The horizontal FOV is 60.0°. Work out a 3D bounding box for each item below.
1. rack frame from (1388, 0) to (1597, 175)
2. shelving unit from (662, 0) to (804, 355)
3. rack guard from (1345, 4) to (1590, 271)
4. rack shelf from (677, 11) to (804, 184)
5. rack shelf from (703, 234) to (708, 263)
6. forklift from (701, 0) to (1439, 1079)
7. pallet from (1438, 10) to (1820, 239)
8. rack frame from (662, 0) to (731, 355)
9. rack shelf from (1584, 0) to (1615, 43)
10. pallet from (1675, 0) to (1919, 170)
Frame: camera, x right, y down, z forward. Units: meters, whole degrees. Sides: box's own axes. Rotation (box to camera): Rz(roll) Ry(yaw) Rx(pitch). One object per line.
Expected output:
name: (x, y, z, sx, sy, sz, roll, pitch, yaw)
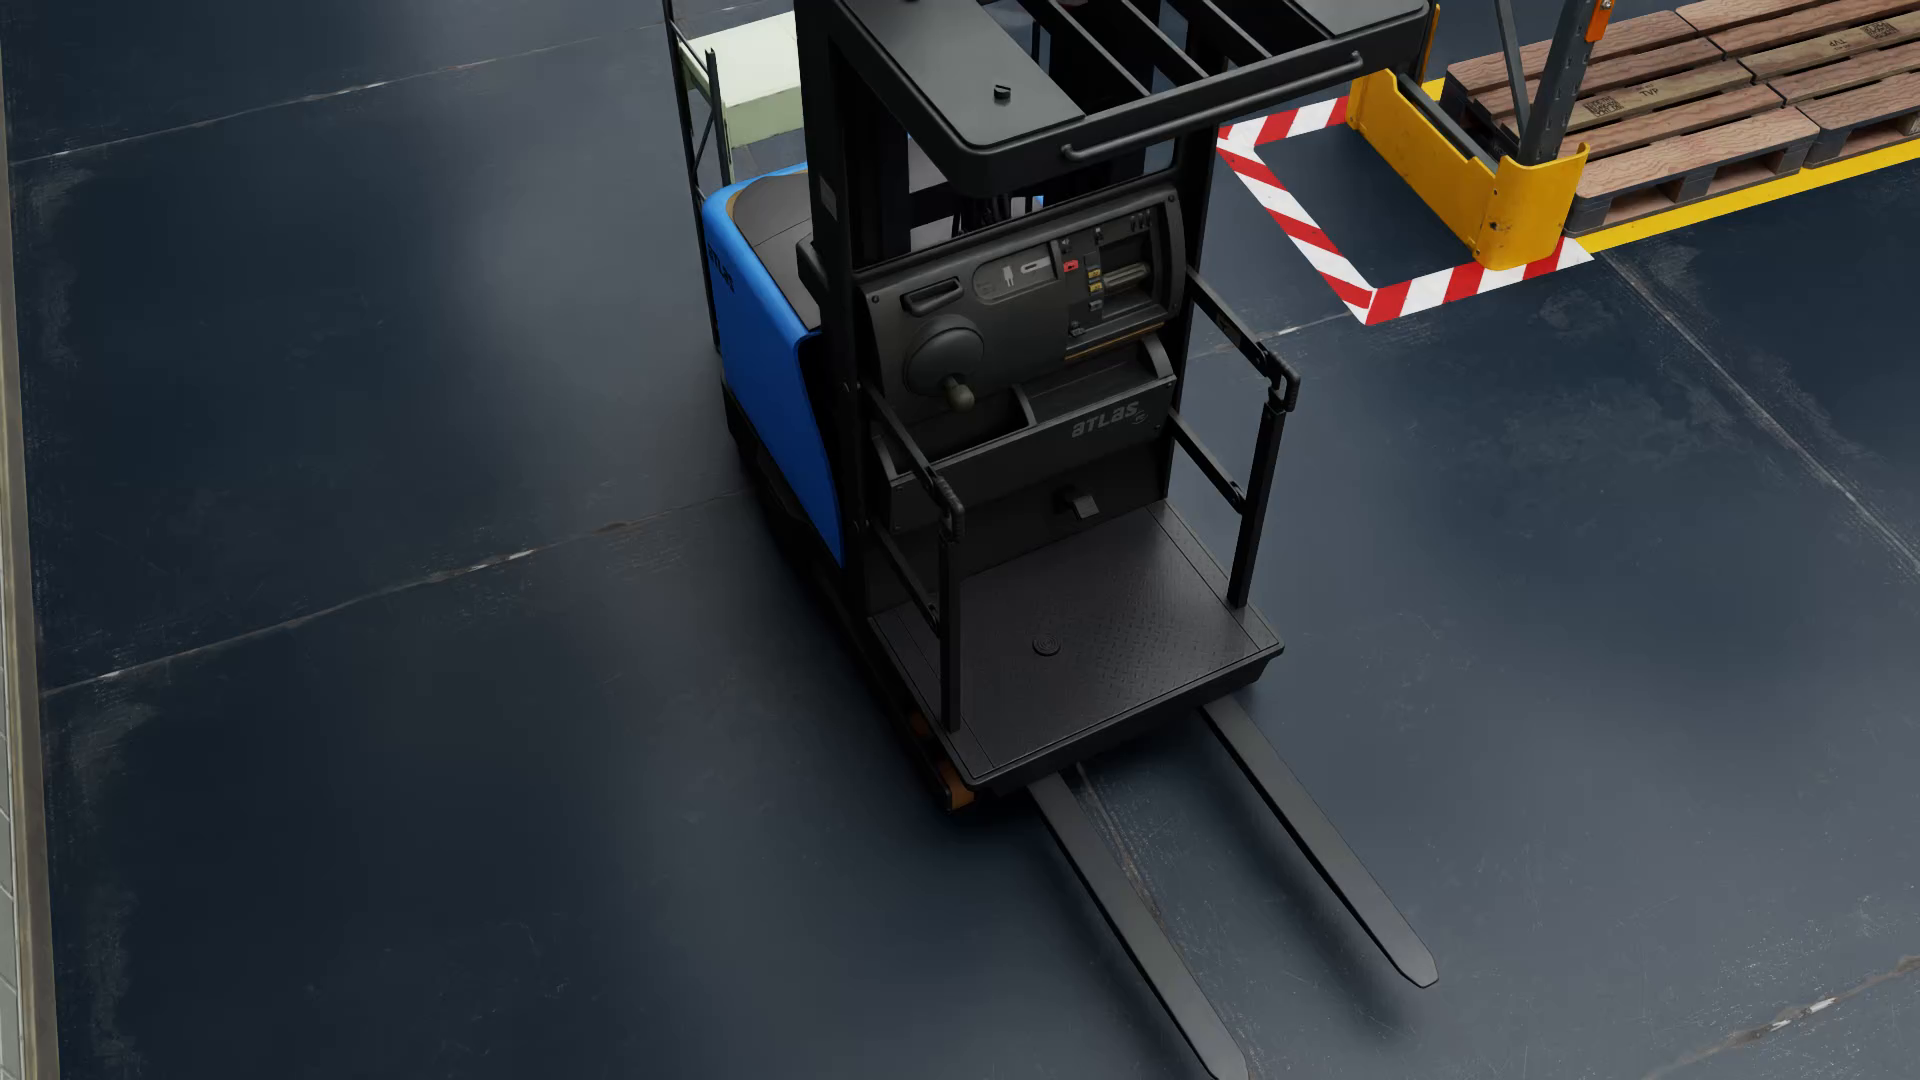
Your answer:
rack frame: (2.078, -2.518, 5.935, 0.127, 3.000, 1.000, -17, 52, -14)
shelving unit: (-0.523, -1.252, 5.836, 0.755, 1.500, 0.431, -22, 53, -18)
rack guard: (2.060, -1.687, 6.870, 0.348, 0.500, 1.175, -17, 52, -14)
rack shelf: (-0.523, -1.506, 5.540, 0.720, 0.370, 0.431, -22, 53, -18)
rack shelf: (-0.523, -1.039, 6.084, 0.720, 0.370, 0.431, -22, 53, -18)
forklift: (0.288, -0.536, 4.278, 1.130, 2.935, 3.031, -22, 53, -18)
pallet: (2.856, -1.819, 7.173, 1.213, 0.211, 1.003, -17, 52, -14)
rack frame: (-0.846, -1.121, 5.724, 0.023, 1.500, 0.400, -22, 53, -18)
rack shelf: (3.929, -2.857, 6.701, 4.000, 0.370, 1.077, -17, 52, -14)
pallet: (3.983, -2.166, 7.471, 1.213, 0.211, 1.003, -17, 52, -14)
